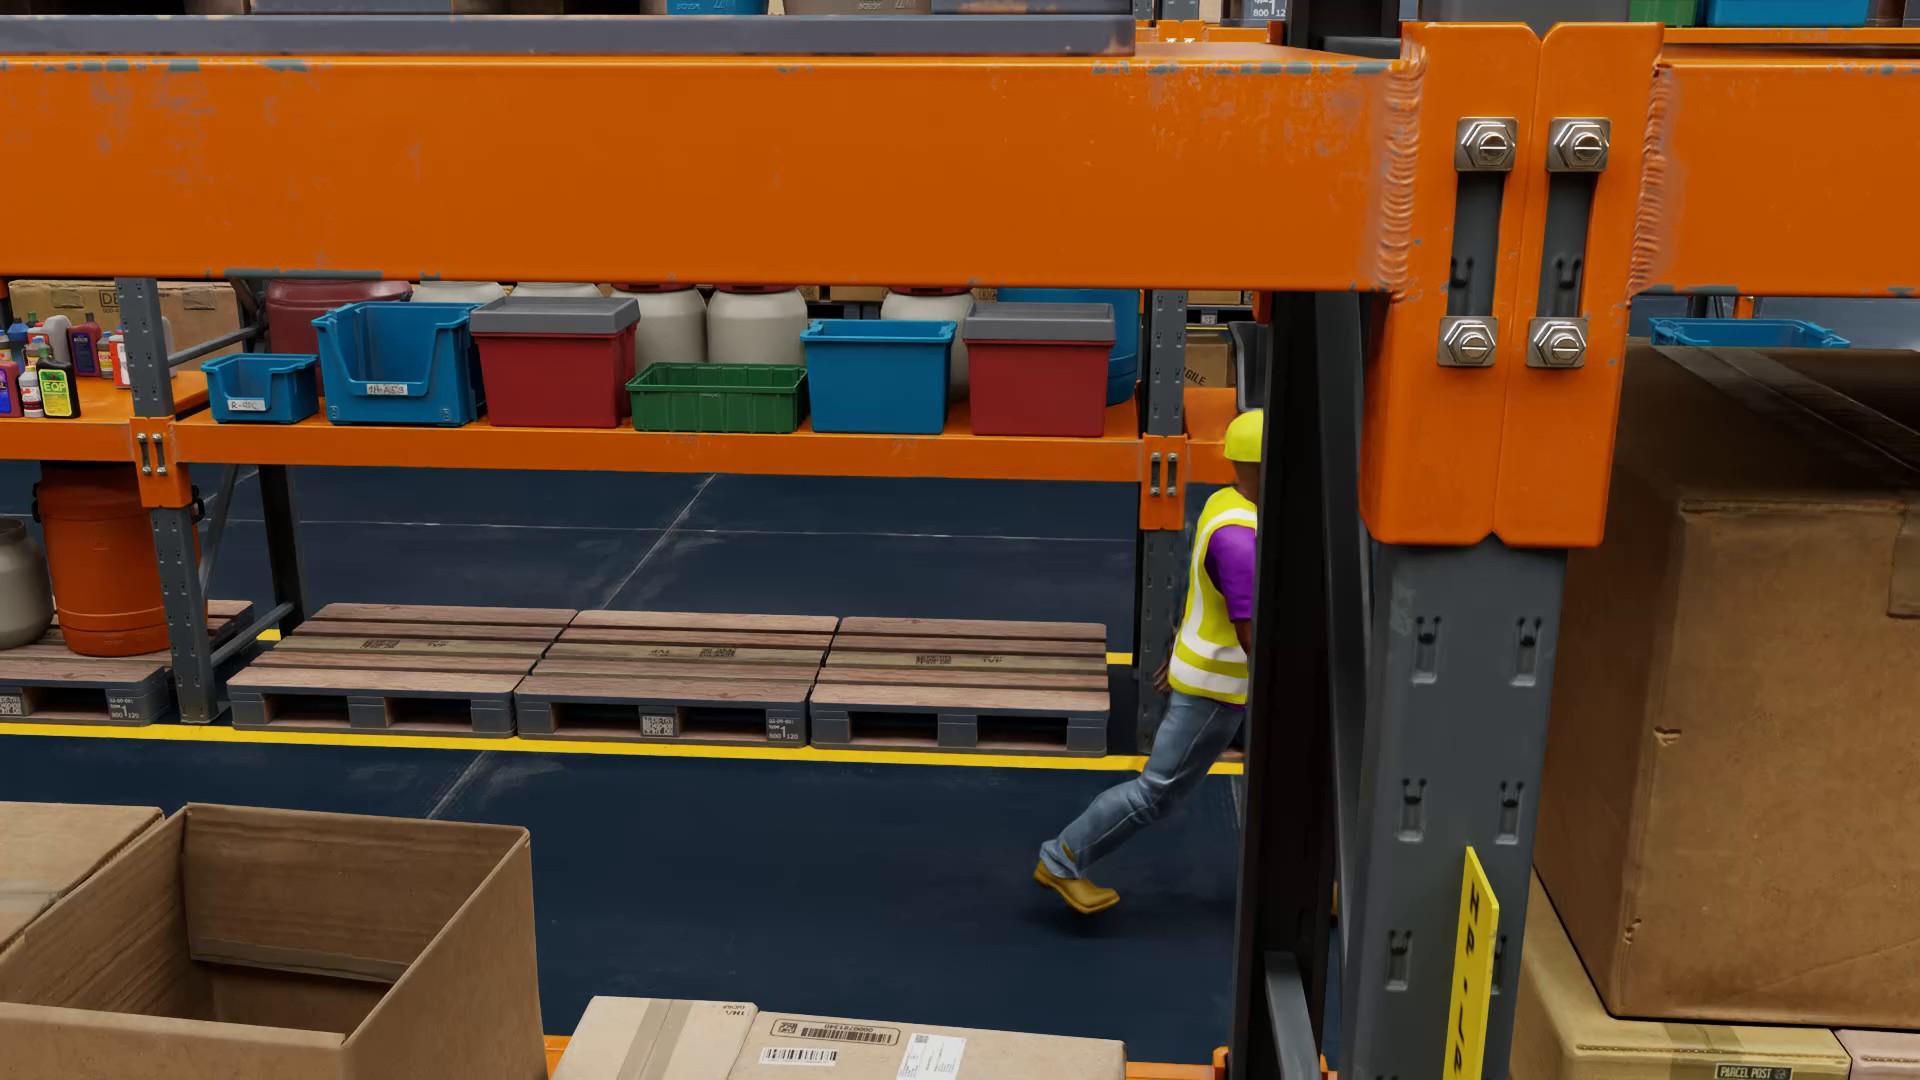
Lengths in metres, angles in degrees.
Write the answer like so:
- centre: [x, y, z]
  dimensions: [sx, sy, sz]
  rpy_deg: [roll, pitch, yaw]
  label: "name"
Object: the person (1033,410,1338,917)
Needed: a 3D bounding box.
- centre: [0.827, 0.423, 5.228]
  dimensions: [1.150, 1.691, 0.627]
  rpy_deg: [4, 18, 12]
  label: "person"
